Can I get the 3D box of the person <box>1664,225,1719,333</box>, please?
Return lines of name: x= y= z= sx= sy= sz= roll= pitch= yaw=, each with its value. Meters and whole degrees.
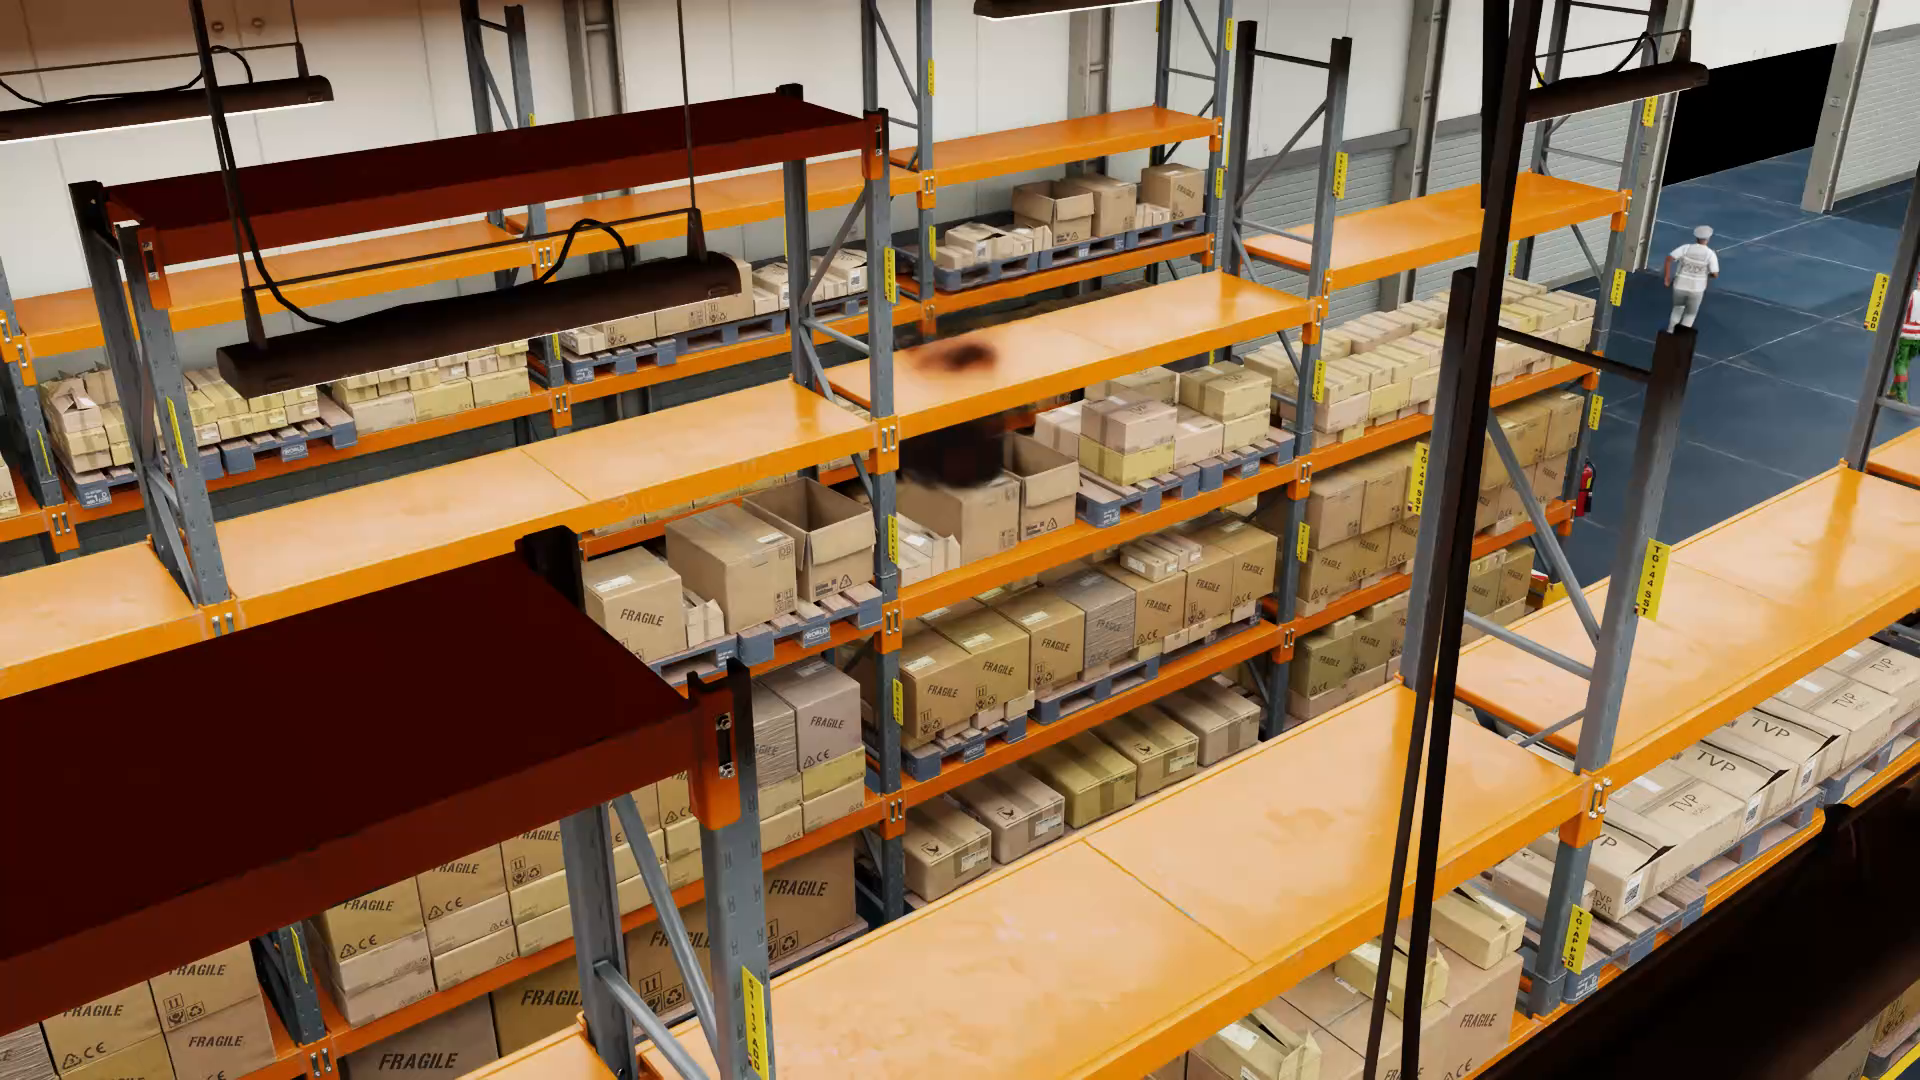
person: x=10.285 y=-3.581 z=23.456 sx=0.688 sy=1.745 sz=0.718 roll=18 pitch=31 yaw=32

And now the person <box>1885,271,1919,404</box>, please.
person: x=12.201 y=-2.587 z=21.343 sx=0.640 sy=1.824 sz=0.814 roll=2 pitch=26 yaw=5
